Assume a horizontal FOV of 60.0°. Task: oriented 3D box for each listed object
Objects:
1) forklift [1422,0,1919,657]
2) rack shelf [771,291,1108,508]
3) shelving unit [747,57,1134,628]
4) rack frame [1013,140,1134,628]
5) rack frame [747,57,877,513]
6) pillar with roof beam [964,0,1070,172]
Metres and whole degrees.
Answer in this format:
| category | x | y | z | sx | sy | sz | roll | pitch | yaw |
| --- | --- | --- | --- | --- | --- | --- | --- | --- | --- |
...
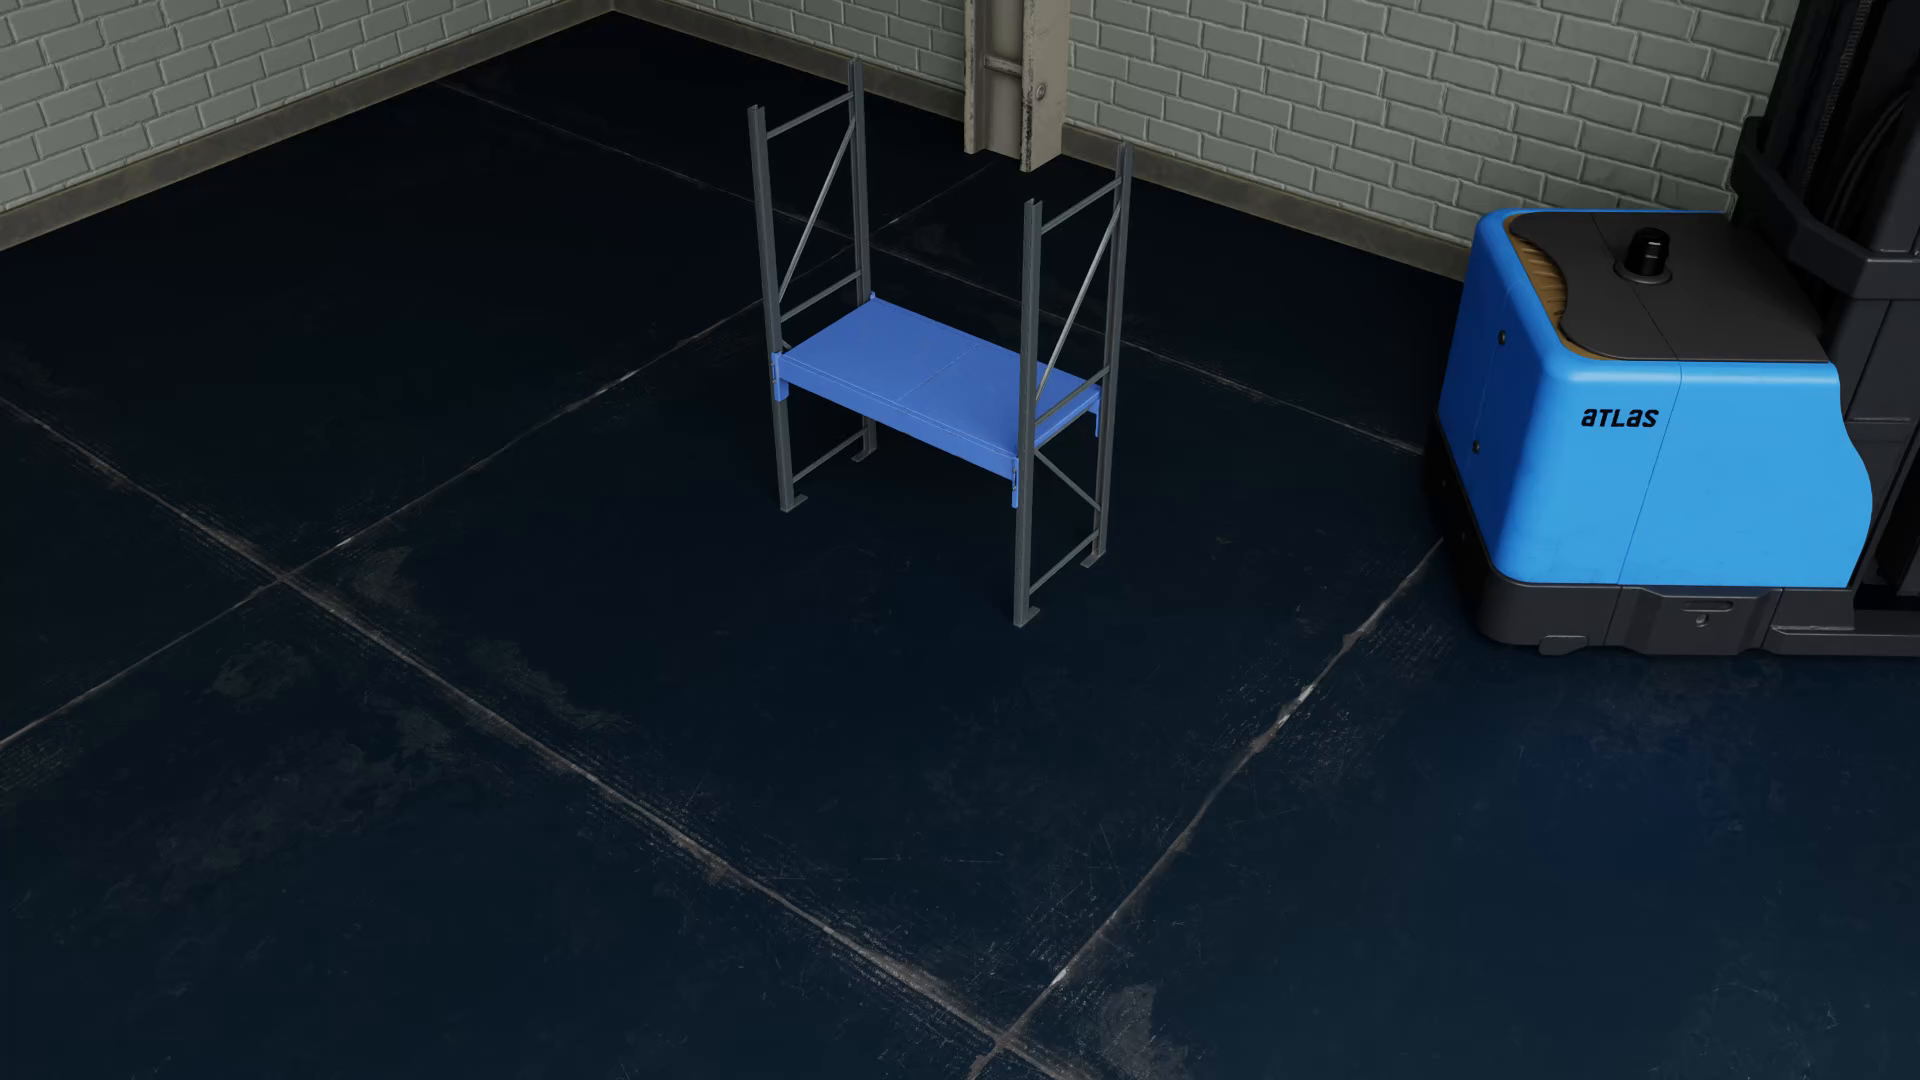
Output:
| category | x | y | z | sx | sy | sz | roll | pitch | yaw |
| --- | --- | --- | --- | --- | --- | --- | --- | --- | --- |
| forklift | 3.161 | -1.073 | 4.743 | 3.031 | 2.935 | 1.130 | 1 | 38 | 1 |
| rack shelf | -0.068 | -0.481 | 5.439 | 1.000 | 0.185 | 0.538 | 25 | 45 | 29 |
| shelving unit | -0.068 | -0.622 | 5.328 | 1.048 | 1.500 | 0.538 | 25 | 45 | 29 |
| rack frame | 0.336 | -0.432 | 5.085 | 0.032 | 1.500 | 0.500 | 25 | 45 | 29 |
| rack frame | -0.472 | -0.813 | 5.572 | 0.032 | 1.500 | 0.500 | 25 | 45 | 29 |
| pillar with roof beam | -2.350 | -3.354 | 2.734 | 0.400 | 9.000 | 9.100 | 25 | 45 | 29 |
